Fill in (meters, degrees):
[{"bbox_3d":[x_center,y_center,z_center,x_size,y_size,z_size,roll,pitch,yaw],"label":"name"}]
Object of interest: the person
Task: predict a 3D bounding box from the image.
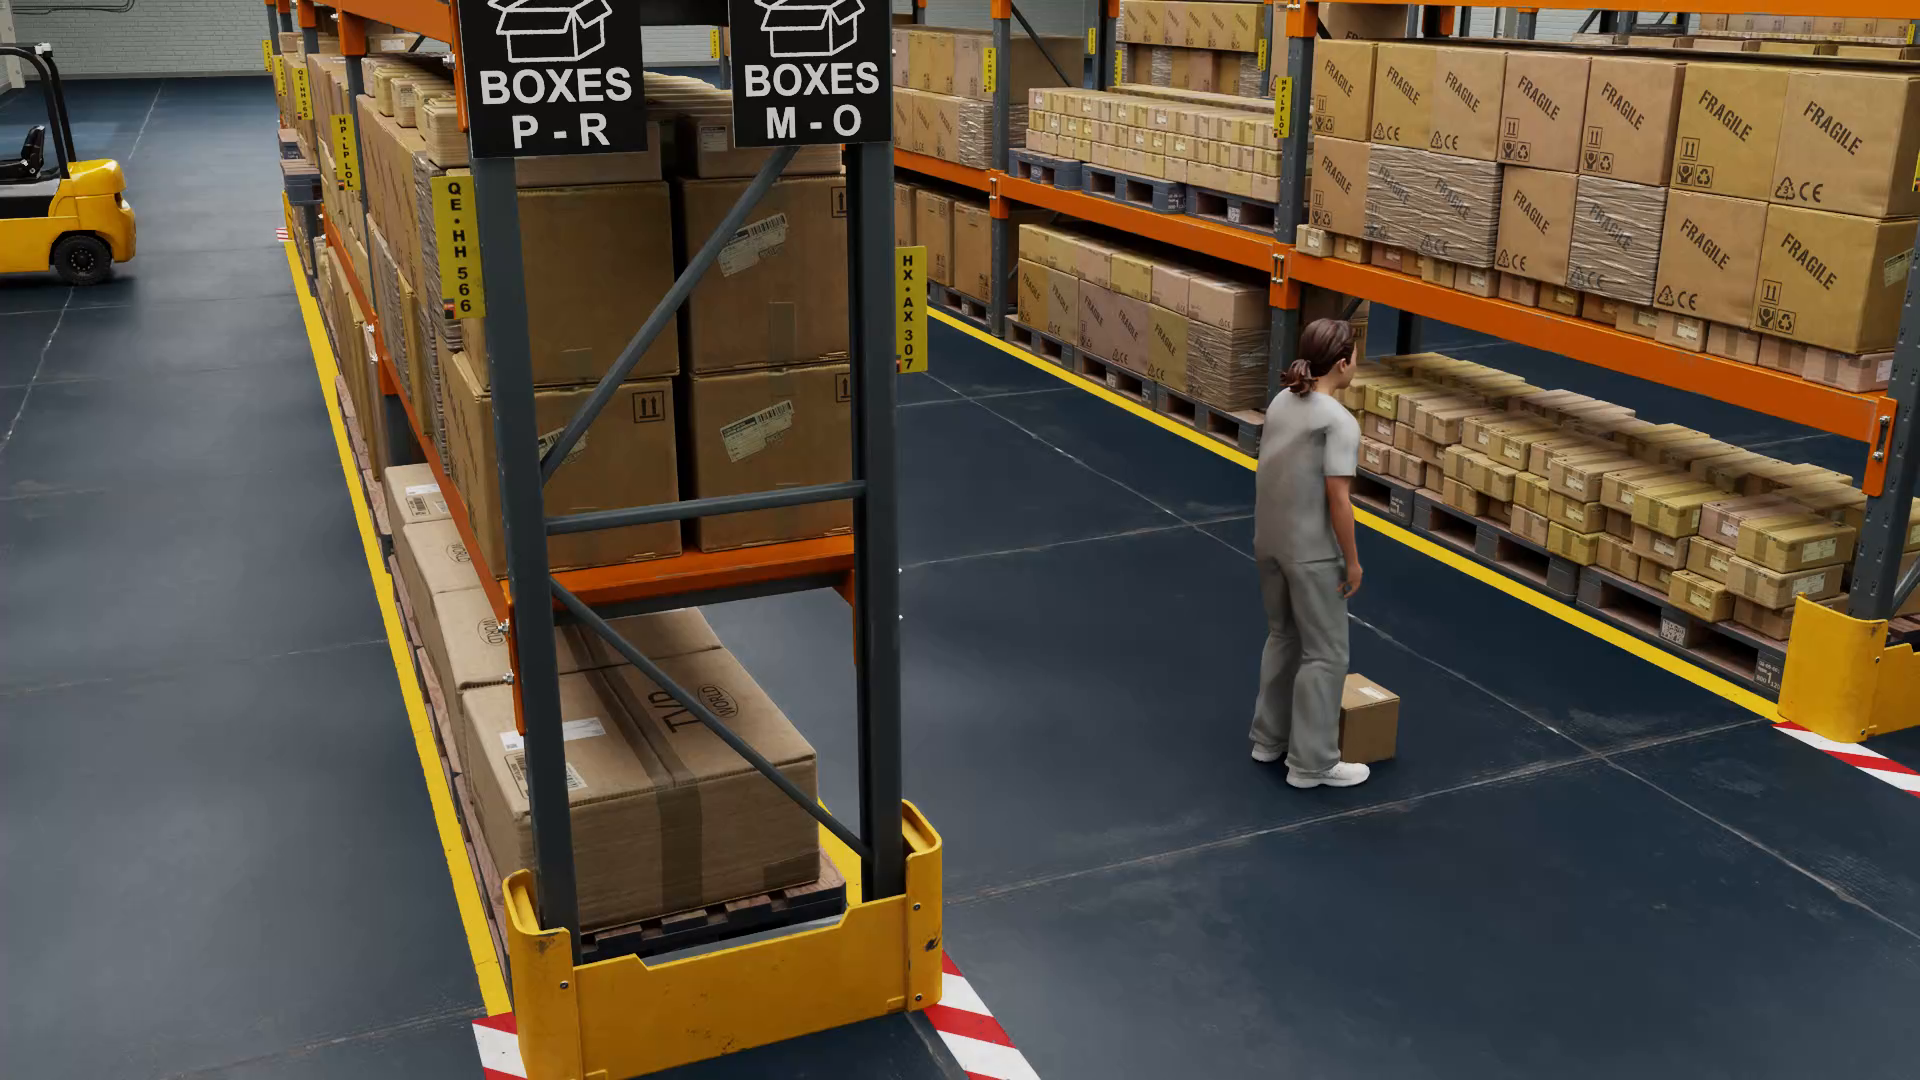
[{"bbox_3d":[1.248,0.043,5.941,0.365,1.672,0.514,-9,21,-25],"label":"person"}]
